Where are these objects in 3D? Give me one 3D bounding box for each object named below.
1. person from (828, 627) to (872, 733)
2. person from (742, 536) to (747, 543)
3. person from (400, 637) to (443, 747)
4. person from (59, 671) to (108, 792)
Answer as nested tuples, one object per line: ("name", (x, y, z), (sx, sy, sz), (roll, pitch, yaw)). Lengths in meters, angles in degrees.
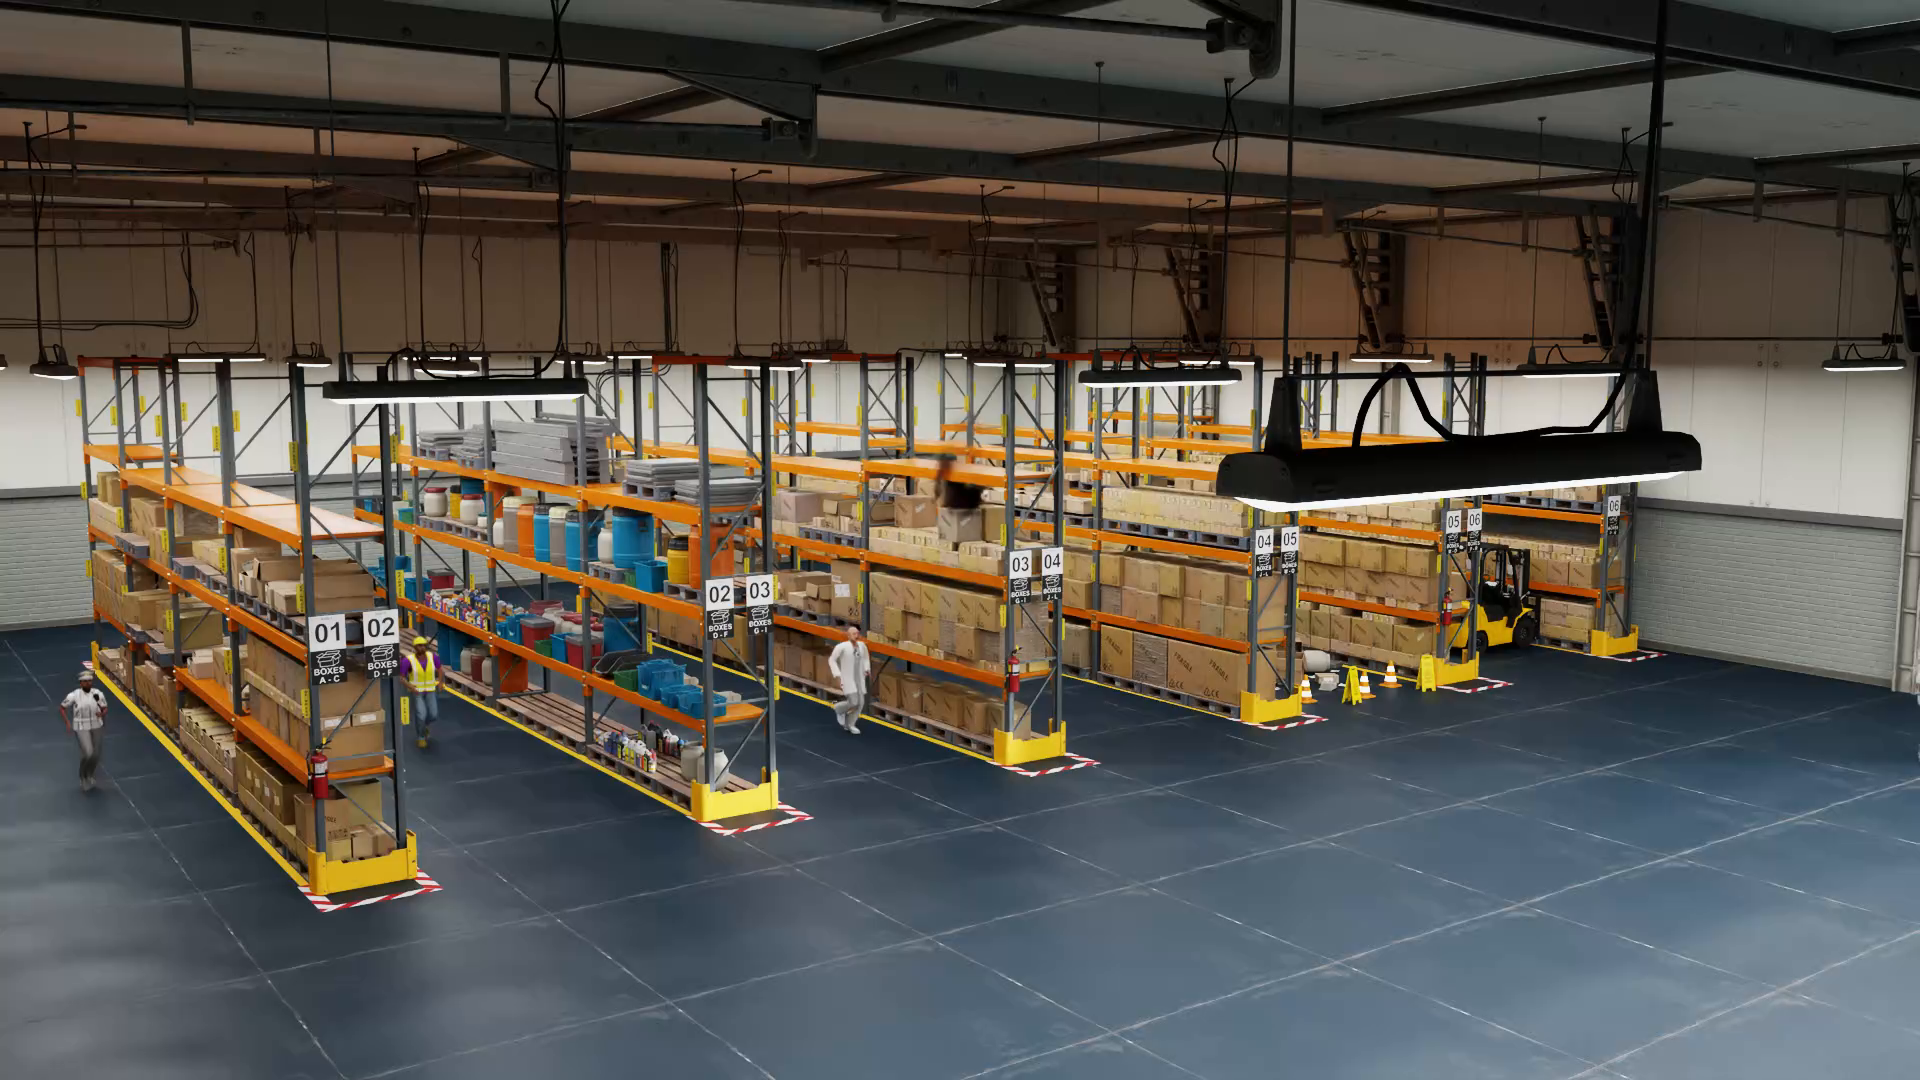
("person", (-1.730, 2.249, 26.713), (0.702, 1.732, 0.667), (-5, 9, -36))
("person", (-5.027, 0.741, 39.040), (0.687, 1.777, 0.832), (-3, 7, -21))
("person", (-8.370, 2.346, 25.887), (0.736, 1.722, 0.605), (-6, 9, -39))
("person", (-12.234, 2.672, 23.335), (0.685, 1.704, 0.544), (6, 9, 41))
